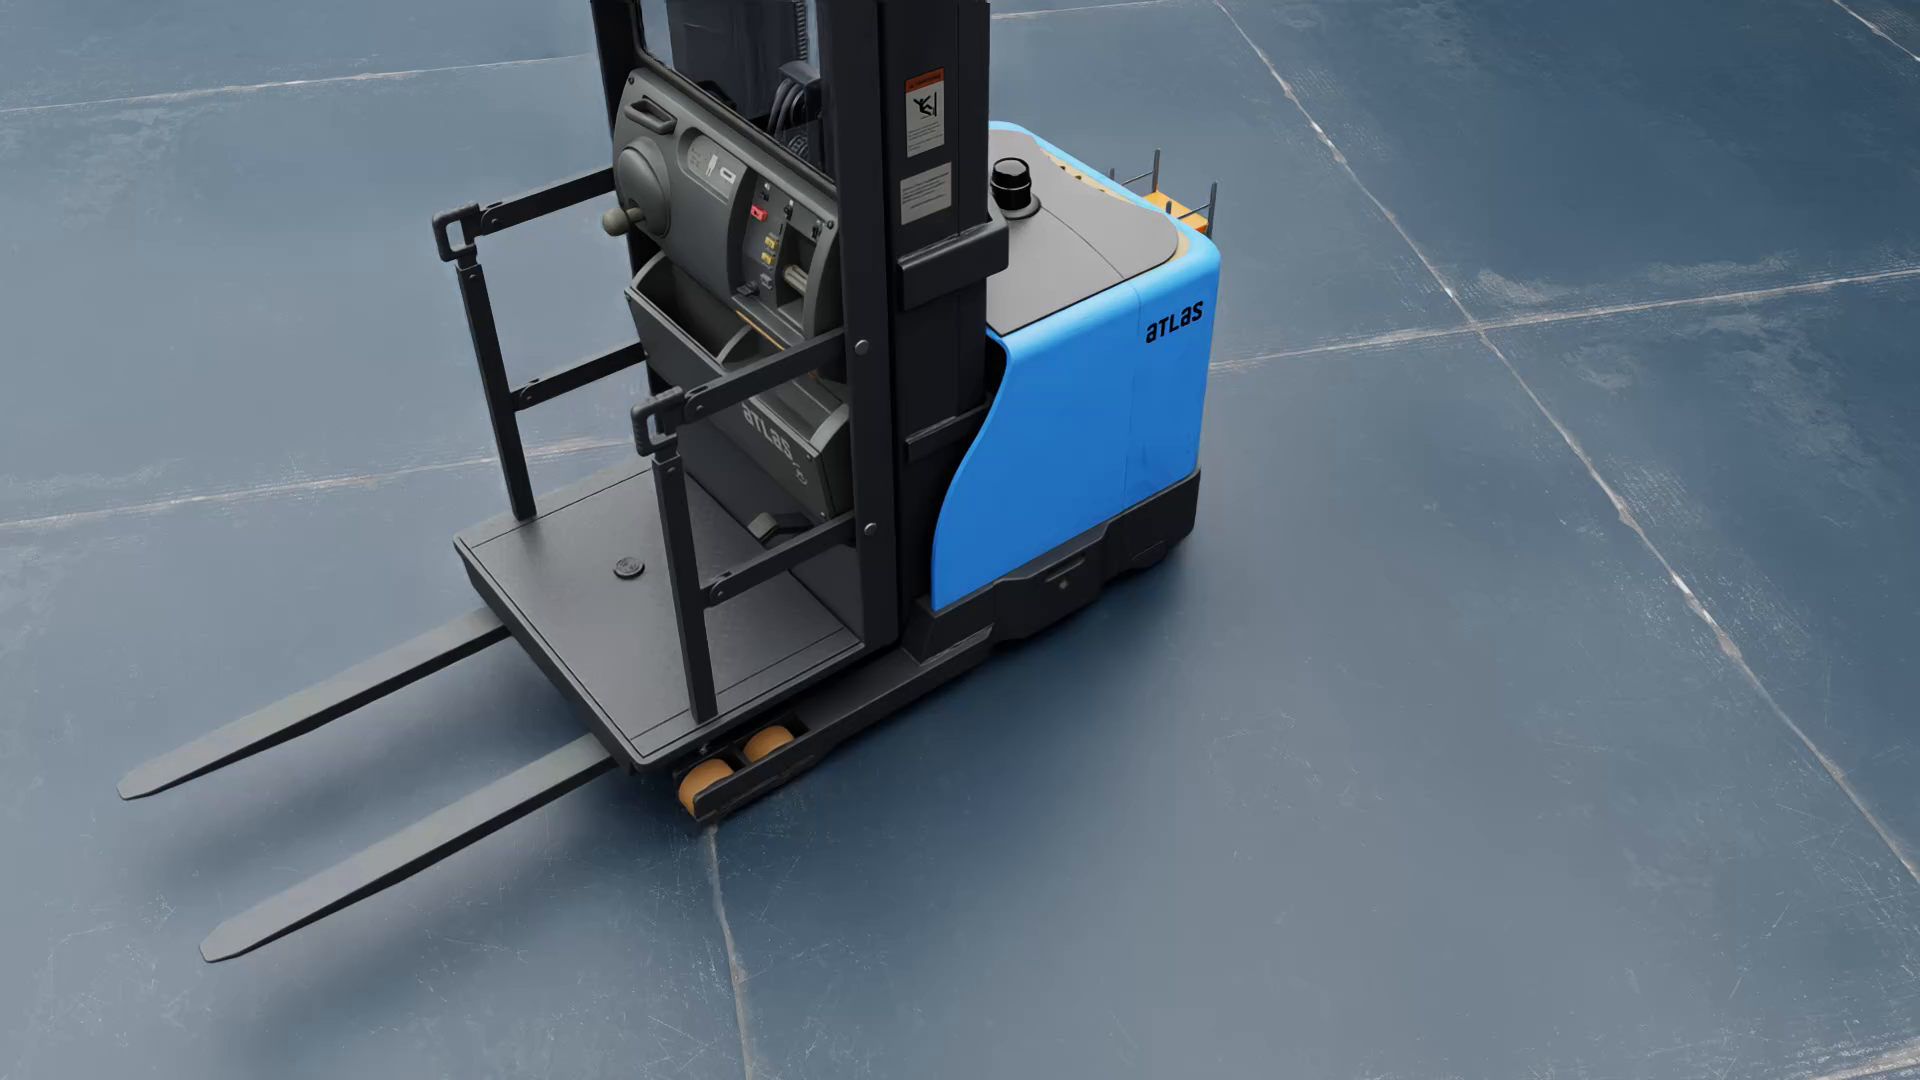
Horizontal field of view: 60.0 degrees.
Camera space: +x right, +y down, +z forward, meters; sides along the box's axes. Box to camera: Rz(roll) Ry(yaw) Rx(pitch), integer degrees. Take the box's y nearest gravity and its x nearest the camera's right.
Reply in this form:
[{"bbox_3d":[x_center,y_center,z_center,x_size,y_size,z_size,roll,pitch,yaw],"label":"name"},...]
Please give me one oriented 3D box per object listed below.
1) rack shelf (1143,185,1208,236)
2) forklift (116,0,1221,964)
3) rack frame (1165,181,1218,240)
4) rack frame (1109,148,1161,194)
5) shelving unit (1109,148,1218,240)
[{"bbox_3d":[0.596,-0.881,5.040,0.215,0.259,0.240,-27,48,-27],"label":"rack shelf"},{"bbox_3d":[-0.740,-0.749,3.886,3.031,2.935,1.130,-27,48,-27],"label":"forklift"},{"bbox_3d":[0.671,-0.613,5.150,0.200,1.050,0.008,-27,48,-27],"label":"rack frame"},{"bbox_3d":[0.521,-0.741,5.294,0.200,1.050,0.008,-27,48,-27],"label":"rack frame"},{"bbox_3d":[0.596,-0.677,5.222,0.215,1.050,0.252,-27,48,-27],"label":"shelving unit"}]
